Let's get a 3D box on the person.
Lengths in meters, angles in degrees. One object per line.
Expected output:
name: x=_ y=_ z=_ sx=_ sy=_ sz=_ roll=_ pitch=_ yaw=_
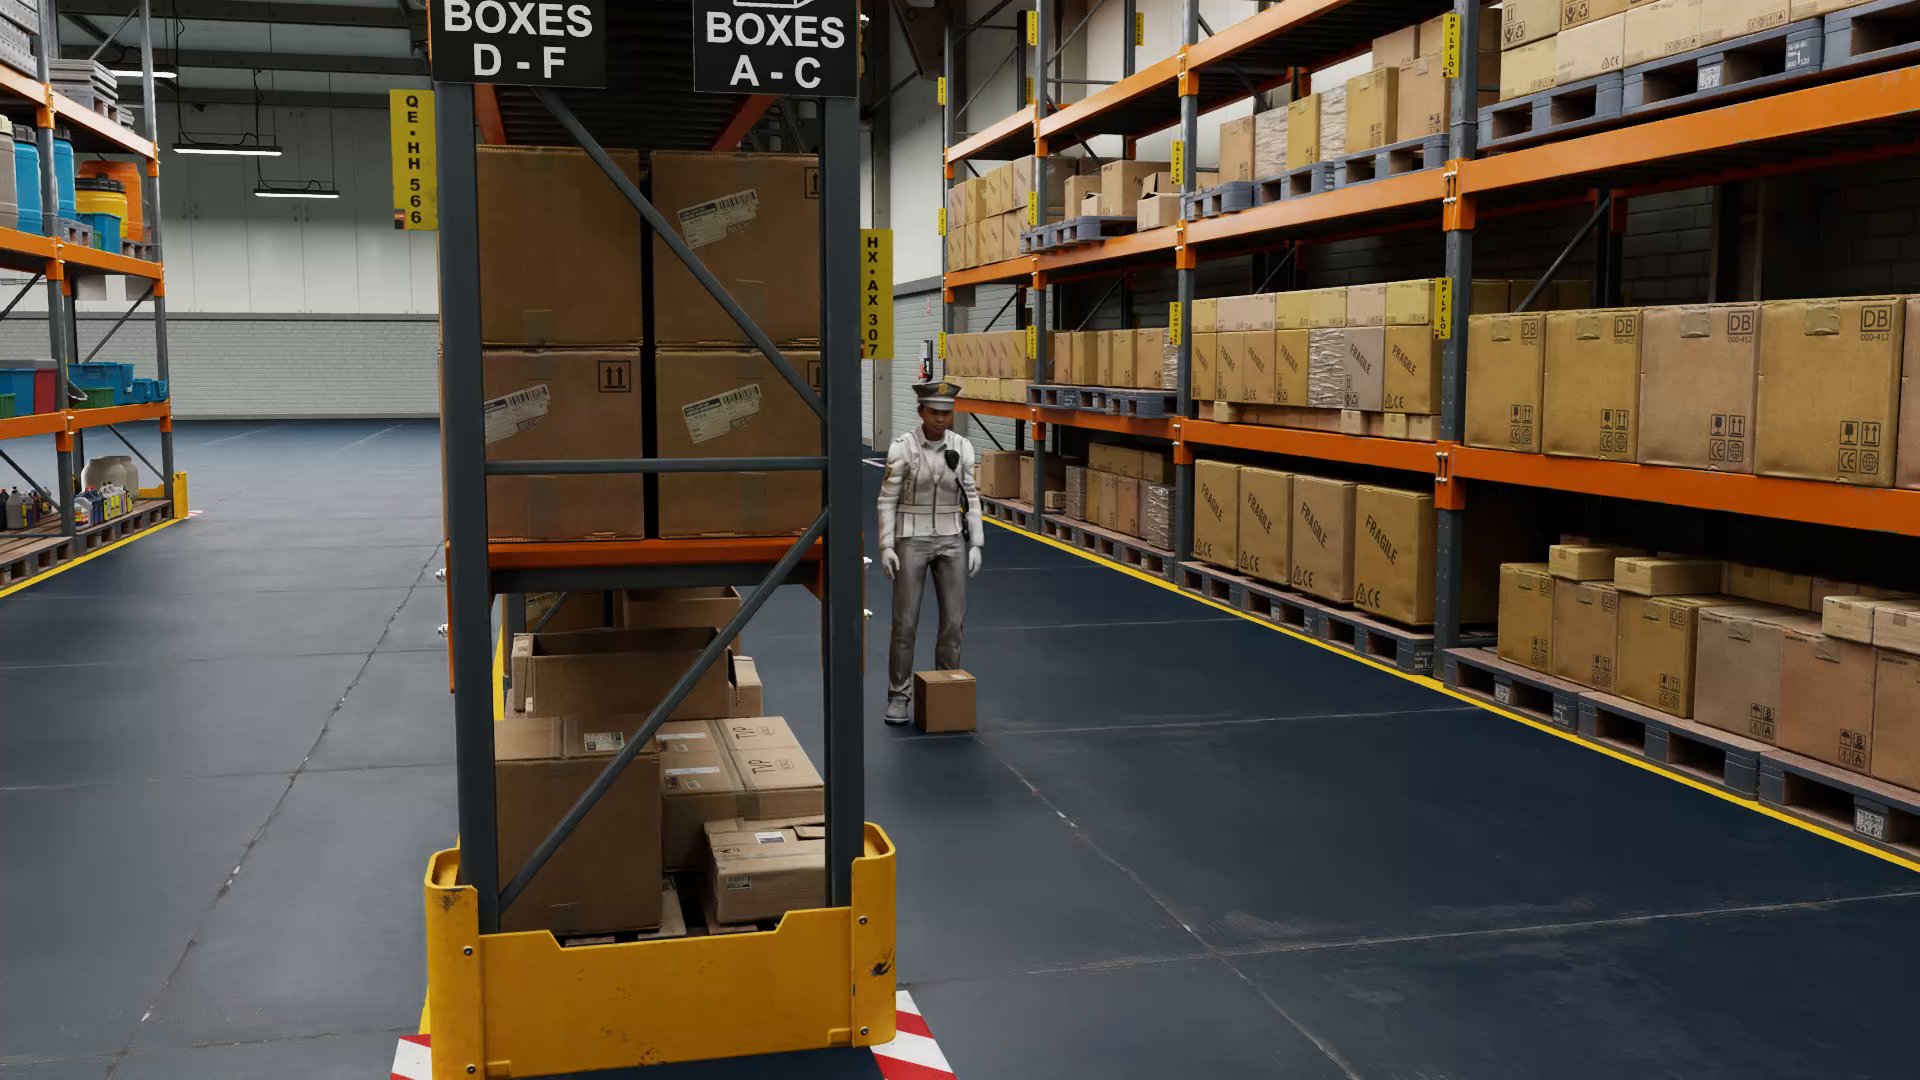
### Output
person: x=-0.139 y=0.052 z=8.183 sx=0.530 sy=1.663 sz=0.403 roll=-1 pitch=6 yaw=-13
